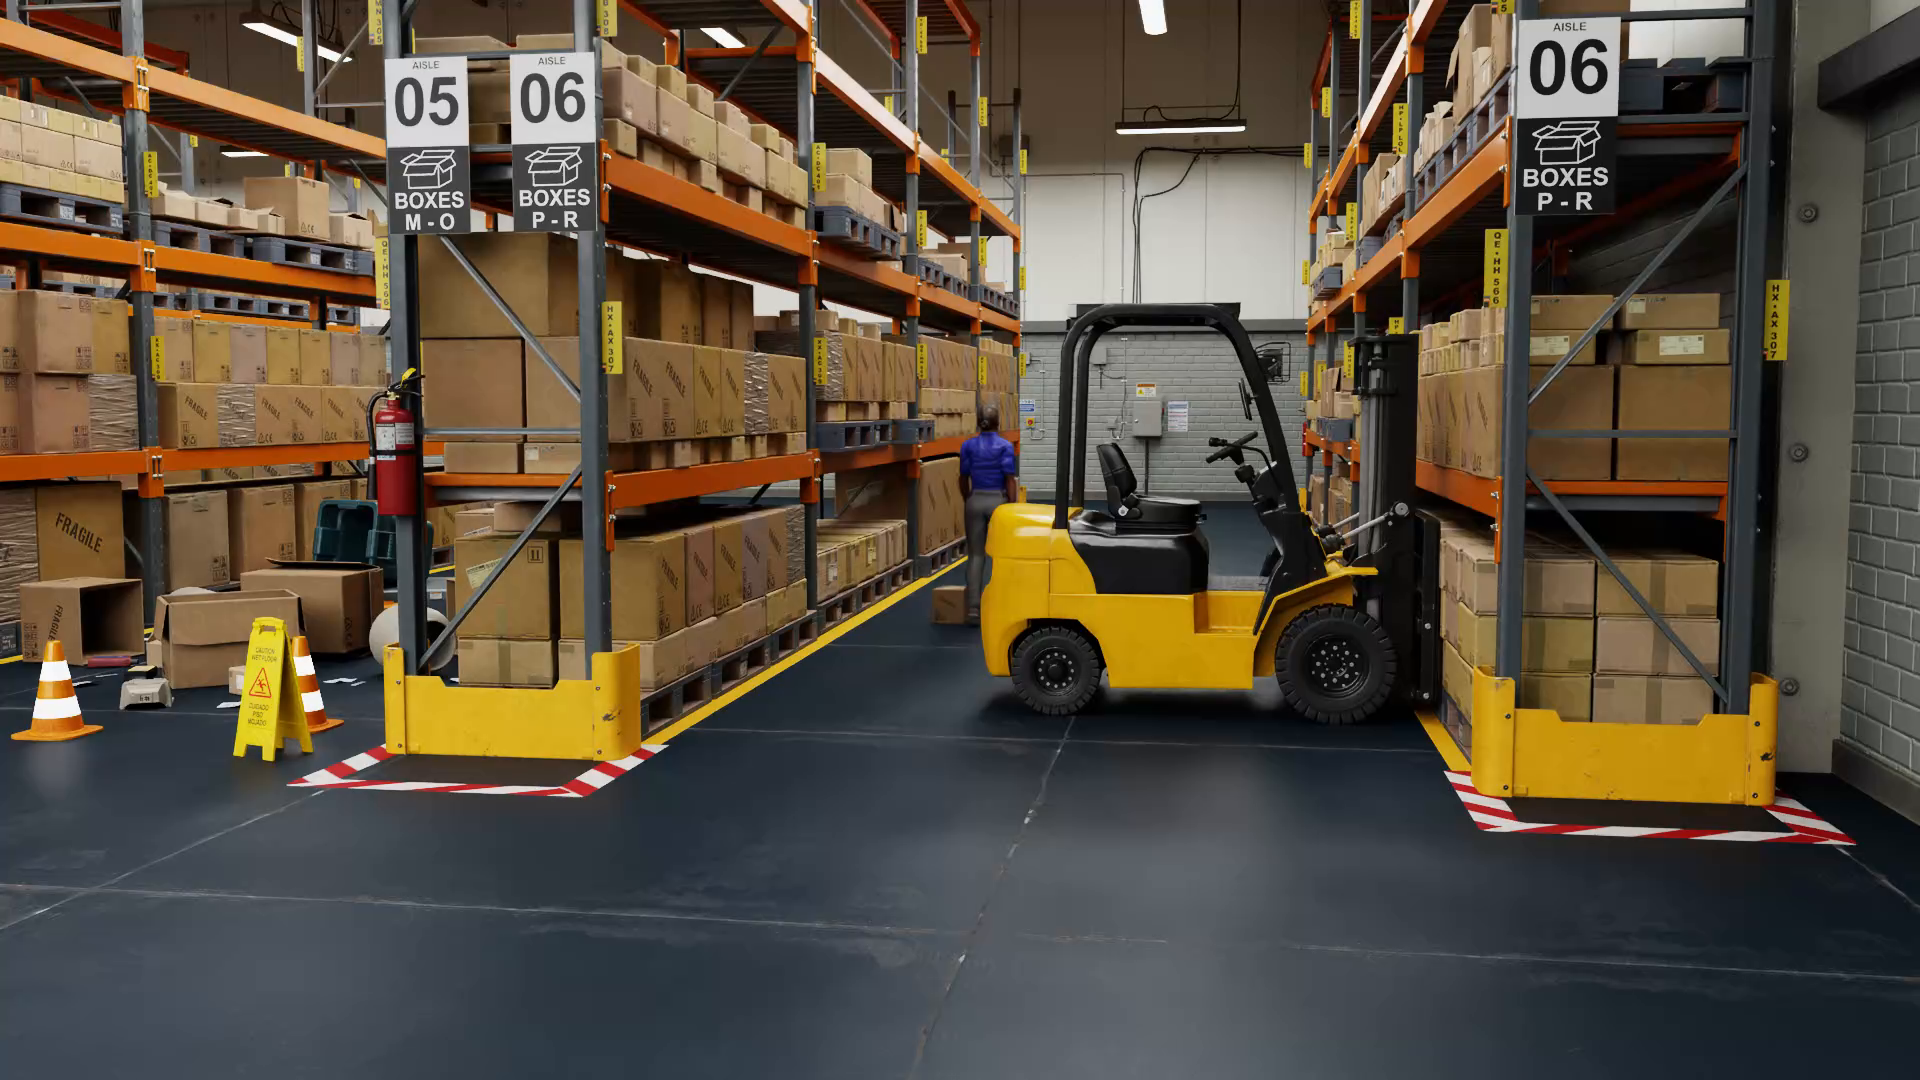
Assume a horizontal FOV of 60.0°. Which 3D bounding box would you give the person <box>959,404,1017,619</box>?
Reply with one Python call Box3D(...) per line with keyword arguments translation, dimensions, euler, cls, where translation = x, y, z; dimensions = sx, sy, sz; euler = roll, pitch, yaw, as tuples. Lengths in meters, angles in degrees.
Box3D(translation=(0.223, -0.231, 12.618), dimensions=(0.468, 1.599, 0.992), euler=(1, 5, 11), cls="person")
